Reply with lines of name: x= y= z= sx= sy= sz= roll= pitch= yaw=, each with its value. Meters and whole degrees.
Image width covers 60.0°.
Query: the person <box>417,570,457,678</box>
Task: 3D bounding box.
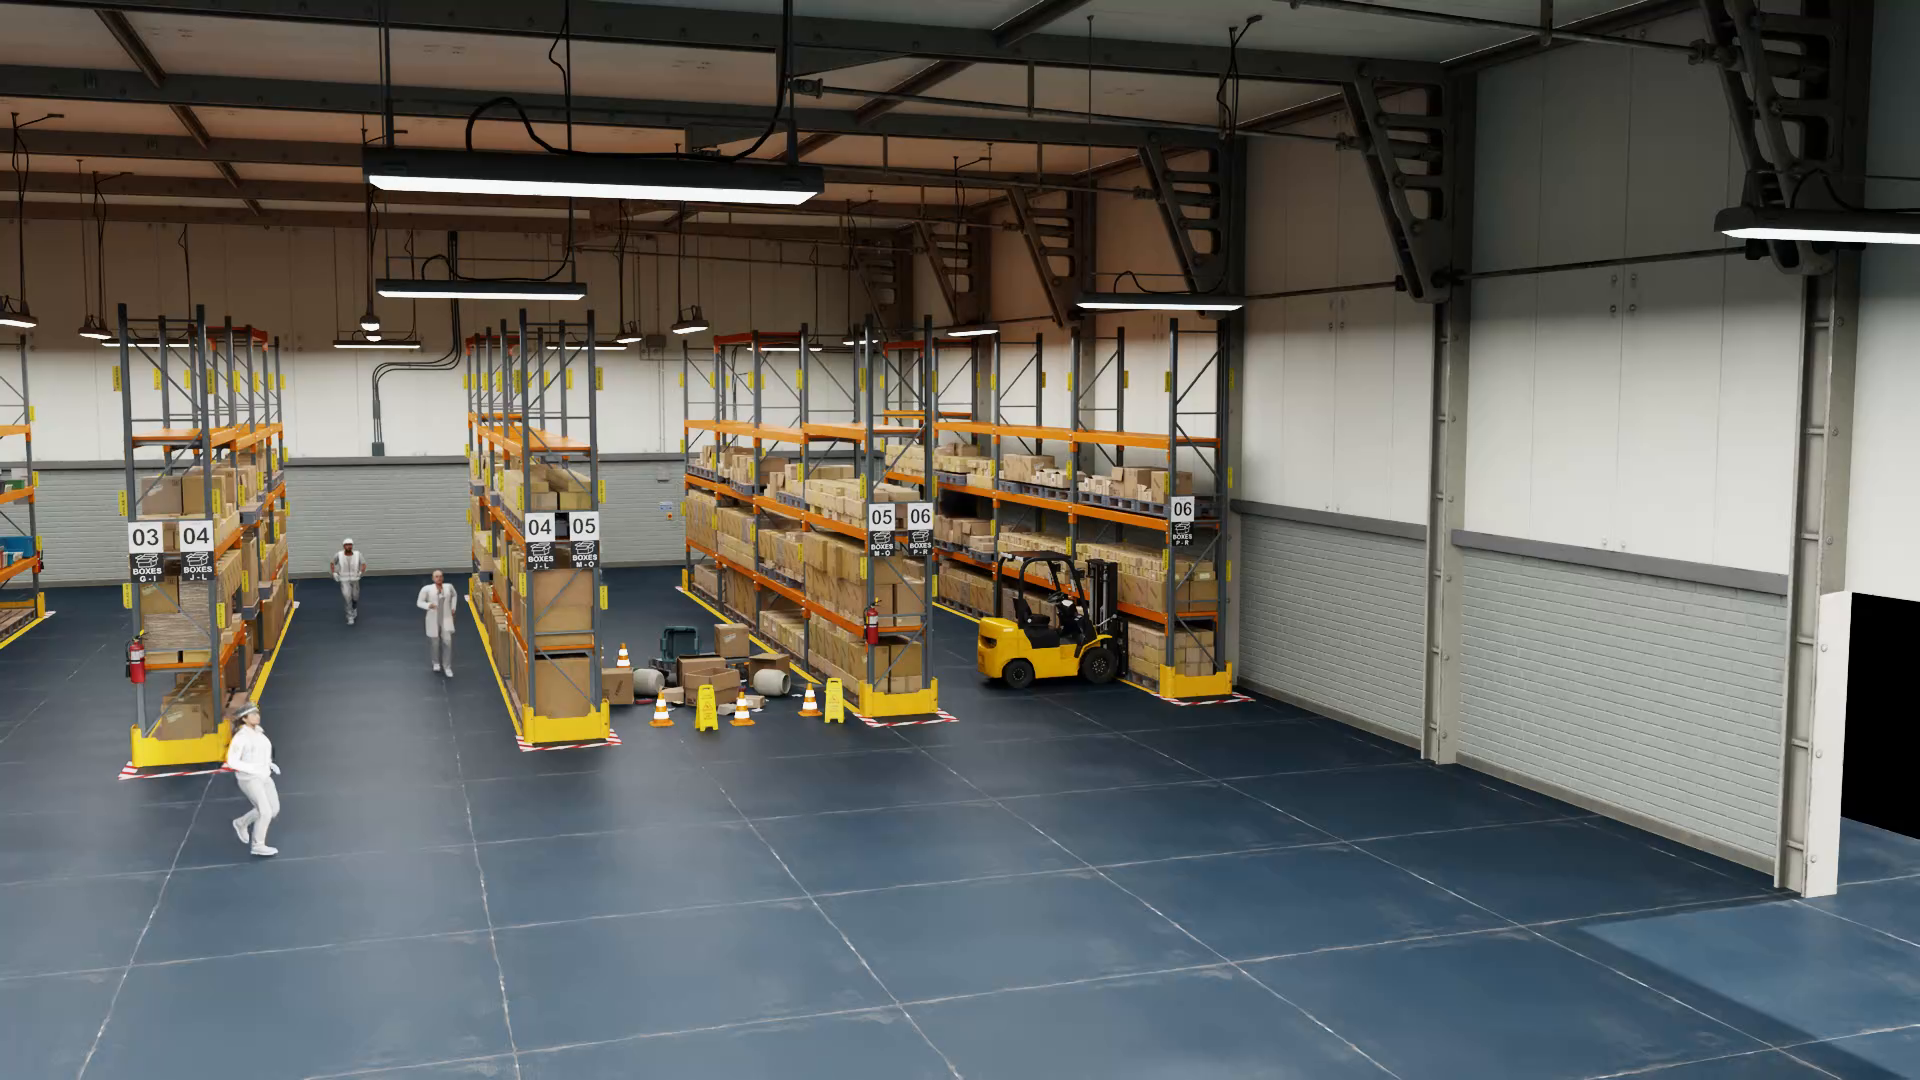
person: x=-8.921 y=1.429 z=28.435 sx=0.689 sy=1.839 sz=0.857 roll=-2 pitch=6 yaw=-23

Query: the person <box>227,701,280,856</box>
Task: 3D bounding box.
person: x=-7.499 y=2.513 z=17.605 sx=0.579 sy=1.646 sz=0.613 roll=1 pitch=5 yaw=9

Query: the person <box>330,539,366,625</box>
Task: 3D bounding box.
person: x=-12.720 y=0.843 z=34.611 sx=0.702 sy=1.762 sz=0.853 roll=-3 pitch=6 yaw=-26
